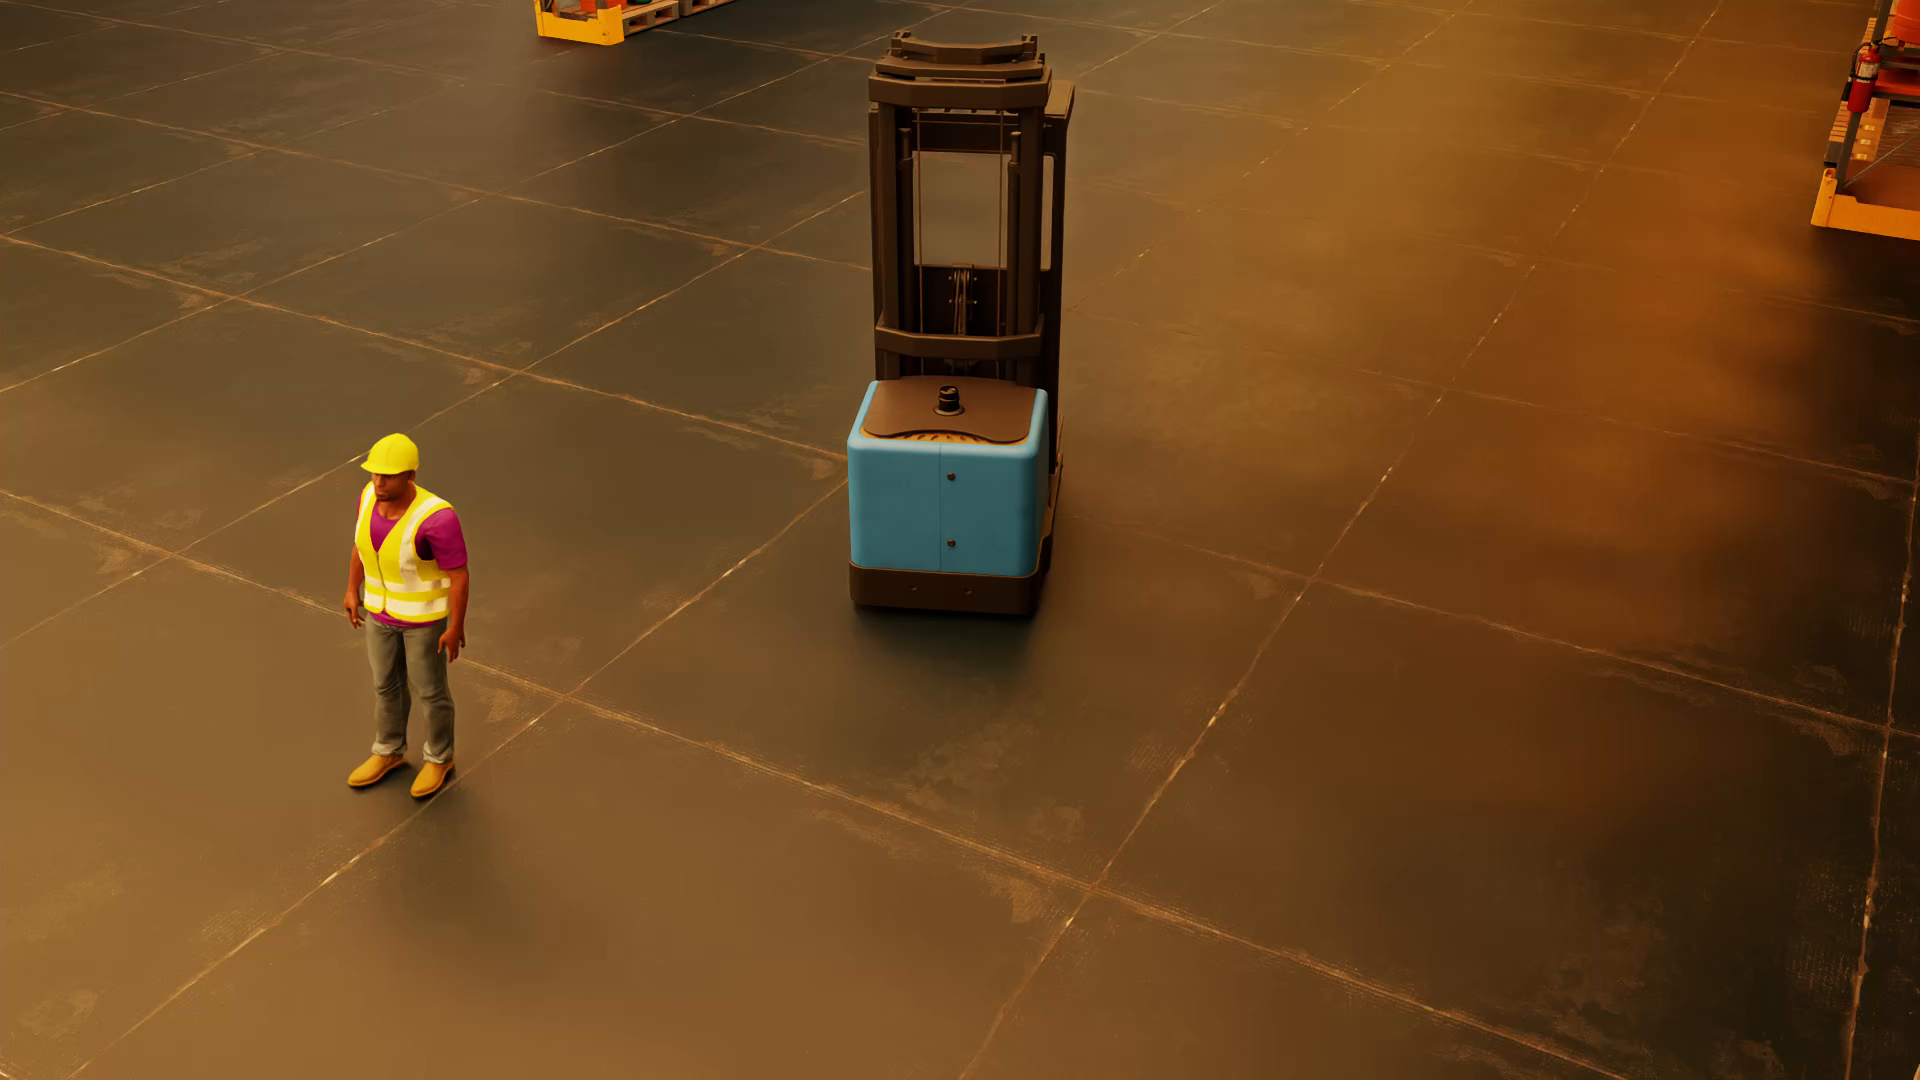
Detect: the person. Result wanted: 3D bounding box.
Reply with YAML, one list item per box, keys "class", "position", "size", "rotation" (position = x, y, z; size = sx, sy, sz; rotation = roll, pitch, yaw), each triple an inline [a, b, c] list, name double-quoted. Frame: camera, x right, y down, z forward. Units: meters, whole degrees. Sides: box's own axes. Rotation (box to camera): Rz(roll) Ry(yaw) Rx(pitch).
- class: "person"
  position: [-2.570, 0.357, 7.611]
  size: [0.664, 1.770, 0.549]
  rotation: [14, 33, 22]

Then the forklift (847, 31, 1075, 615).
- class: "forklift"
  position: [0.072, -1.572, 9.794]
  size: [1.130, 2.935, 3.031]
  rotation: [3, 30, 6]
